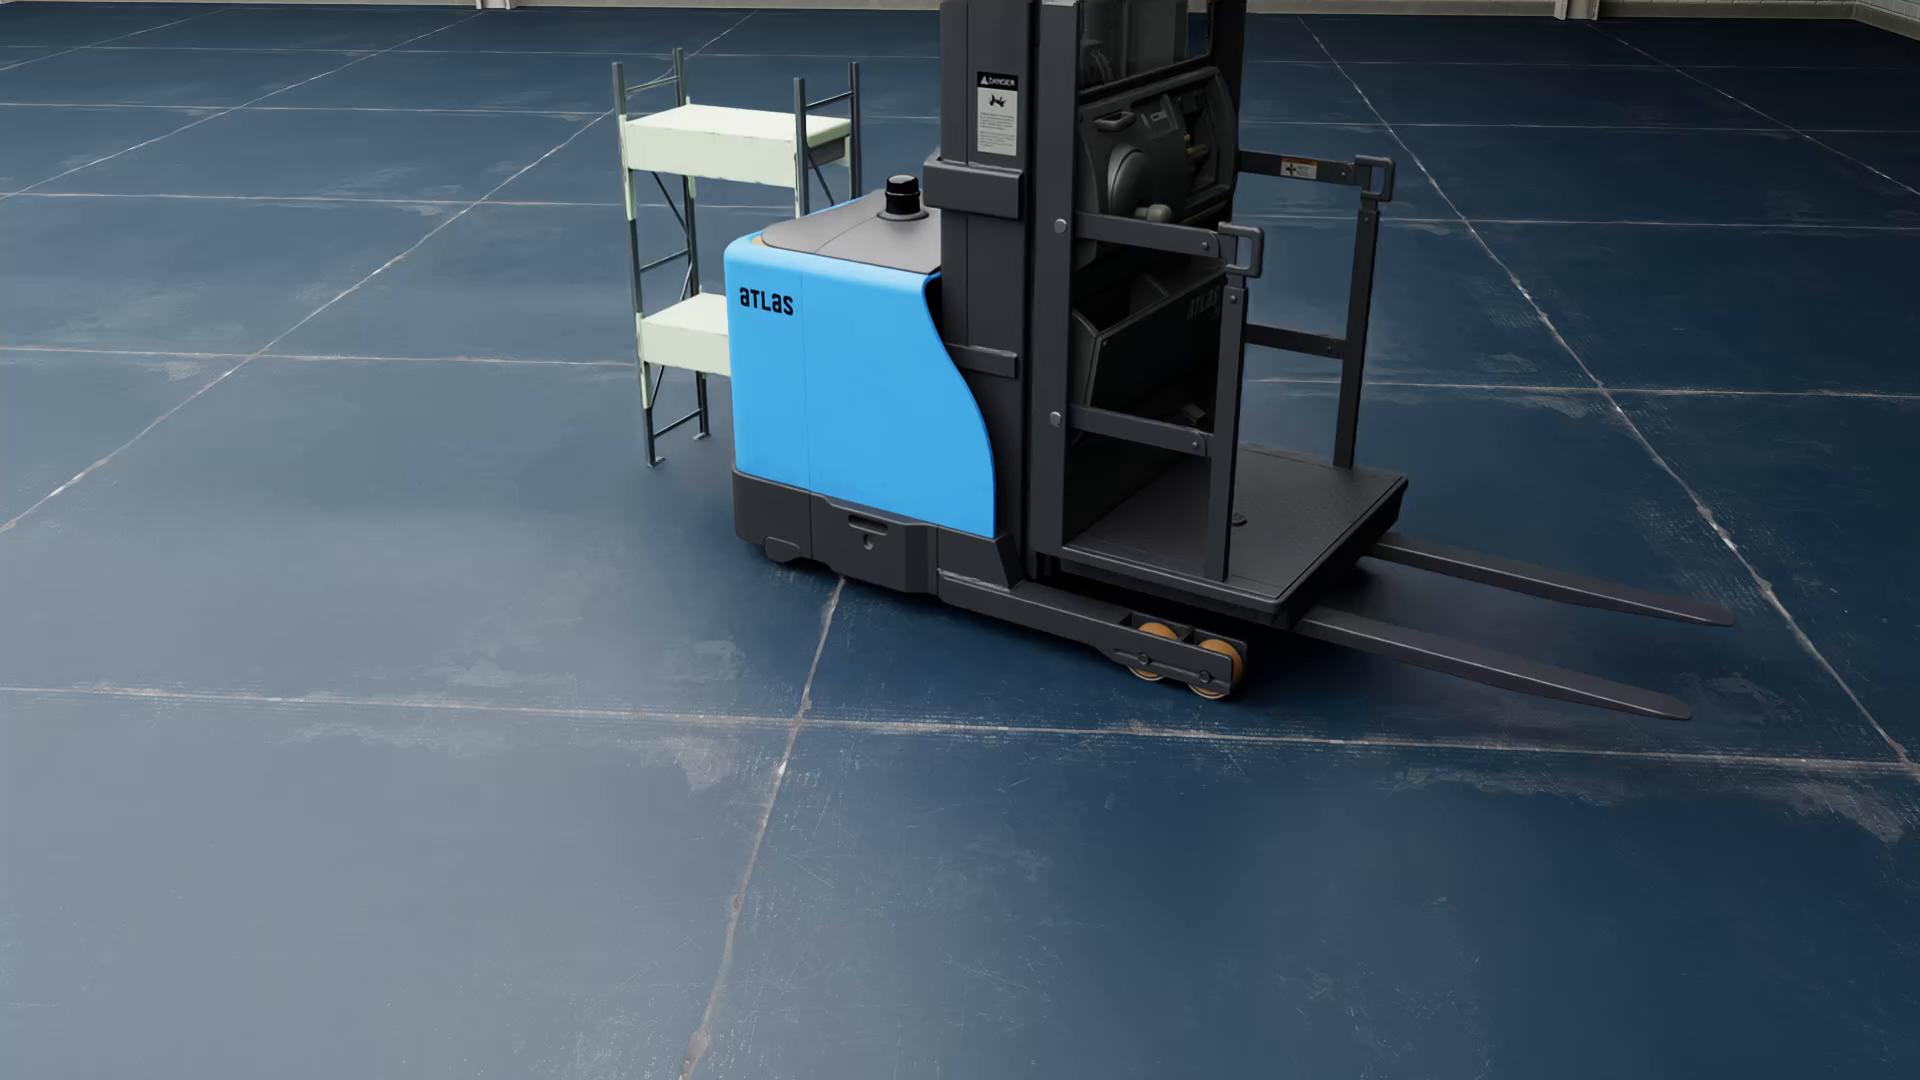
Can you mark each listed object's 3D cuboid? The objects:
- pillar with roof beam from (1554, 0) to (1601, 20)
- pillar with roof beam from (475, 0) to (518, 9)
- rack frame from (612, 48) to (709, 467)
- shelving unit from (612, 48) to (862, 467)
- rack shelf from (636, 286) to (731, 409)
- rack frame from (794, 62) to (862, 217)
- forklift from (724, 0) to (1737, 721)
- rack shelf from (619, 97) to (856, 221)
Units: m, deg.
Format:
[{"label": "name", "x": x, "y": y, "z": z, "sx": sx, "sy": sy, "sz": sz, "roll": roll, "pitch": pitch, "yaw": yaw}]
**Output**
[{"label": "pillar with roof beam", "x": 6.371, "y": -7.981, "z": 12.329, "sx": 0.400, "sy": 9.000, "sz": 9.100, "roll": 2, "pitch": 25, "yaw": 4}, {"label": "pillar with roof beam", "x": -5.594, "y": -8.365, "z": 13.163, "sx": 0.400, "sy": 9.000, "sz": 9.100, "roll": 2, "pitch": 25, "yaw": 4}, {"label": "rack frame", "x": -1.105, "y": -1.037, "z": 6.210, "sx": 0.023, "sy": 1.500, "sz": 0.400, "roll": 12, "pitch": 27, "yaw": 24}, {"label": "shelving unit", "x": -0.776, "y": -0.970, "z": 6.063, "sx": 0.755, "sy": 1.500, "sz": 0.431, "roll": 12, "pitch": 27, "yaw": 24}, {"label": "rack shelf", "x": -0.776, "y": -0.674, "z": 6.200, "sx": 0.720, "sy": 0.370, "sz": 0.431, "roll": 12, "pitch": 27, "yaw": 24}, {"label": "rack frame", "x": -0.448, "y": -0.902, "z": 5.917, "sx": 0.023, "sy": 1.500, "sz": 0.400, "roll": 12, "pitch": 27, "yaw": 24}, {"label": "forklift", "x": 0.757, "y": -1.130, "z": 4.700, "sx": 3.031, "sy": 2.935, "sz": 1.130, "roll": 15, "pitch": 29, "yaw": 29}, {"label": "rack shelf", "x": -0.776, "y": -1.324, "z": 5.900, "sx": 0.720, "sy": 0.370, "sz": 0.431, "roll": 12, "pitch": 27, "yaw": 24}]
